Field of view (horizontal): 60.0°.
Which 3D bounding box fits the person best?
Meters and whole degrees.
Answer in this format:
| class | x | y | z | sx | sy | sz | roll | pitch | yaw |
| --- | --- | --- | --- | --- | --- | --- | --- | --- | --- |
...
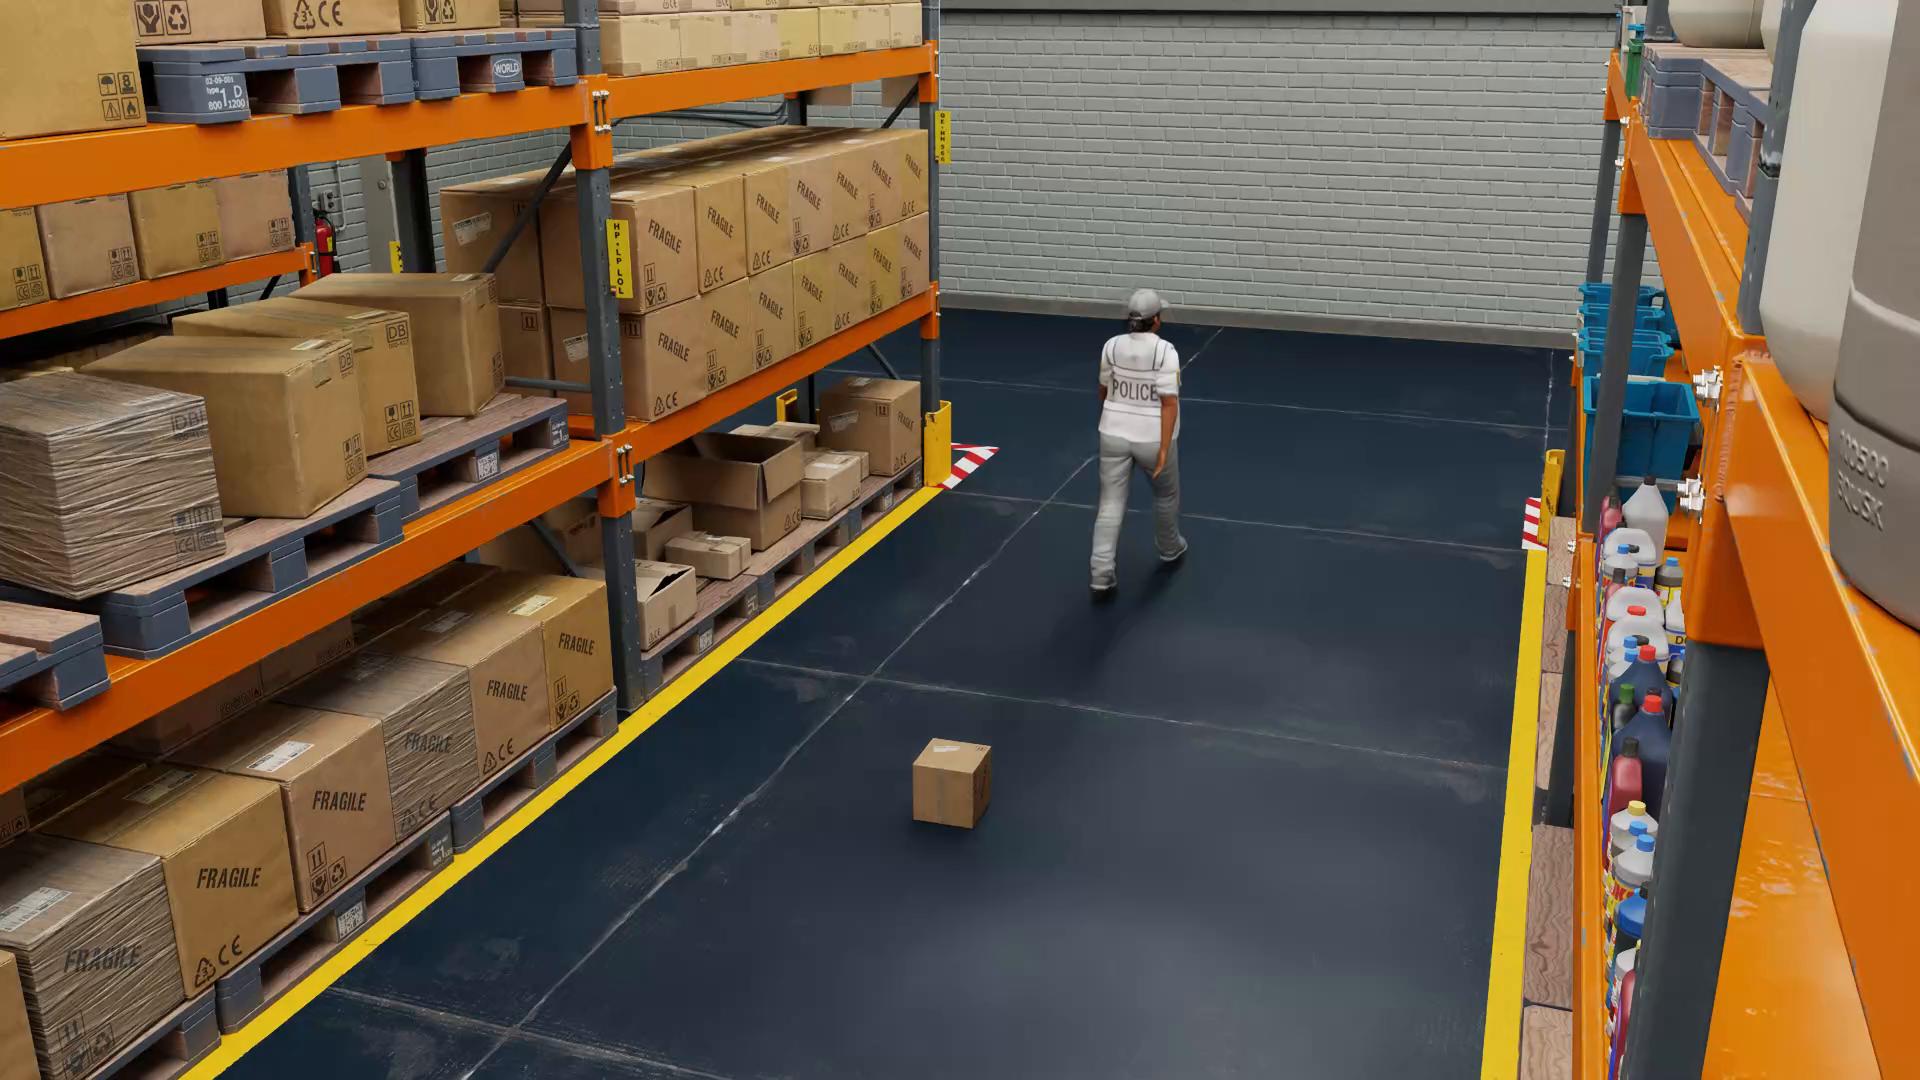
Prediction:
| class | x | y | z | sx | sy | sz | roll | pitch | yaw |
| --- | --- | --- | --- | --- | --- | --- | --- | --- | --- |
| person | 0.984 | -0.584 | 9.086 | 0.486 | 1.599 | 1.017 | 7 | 20 | 20 |
